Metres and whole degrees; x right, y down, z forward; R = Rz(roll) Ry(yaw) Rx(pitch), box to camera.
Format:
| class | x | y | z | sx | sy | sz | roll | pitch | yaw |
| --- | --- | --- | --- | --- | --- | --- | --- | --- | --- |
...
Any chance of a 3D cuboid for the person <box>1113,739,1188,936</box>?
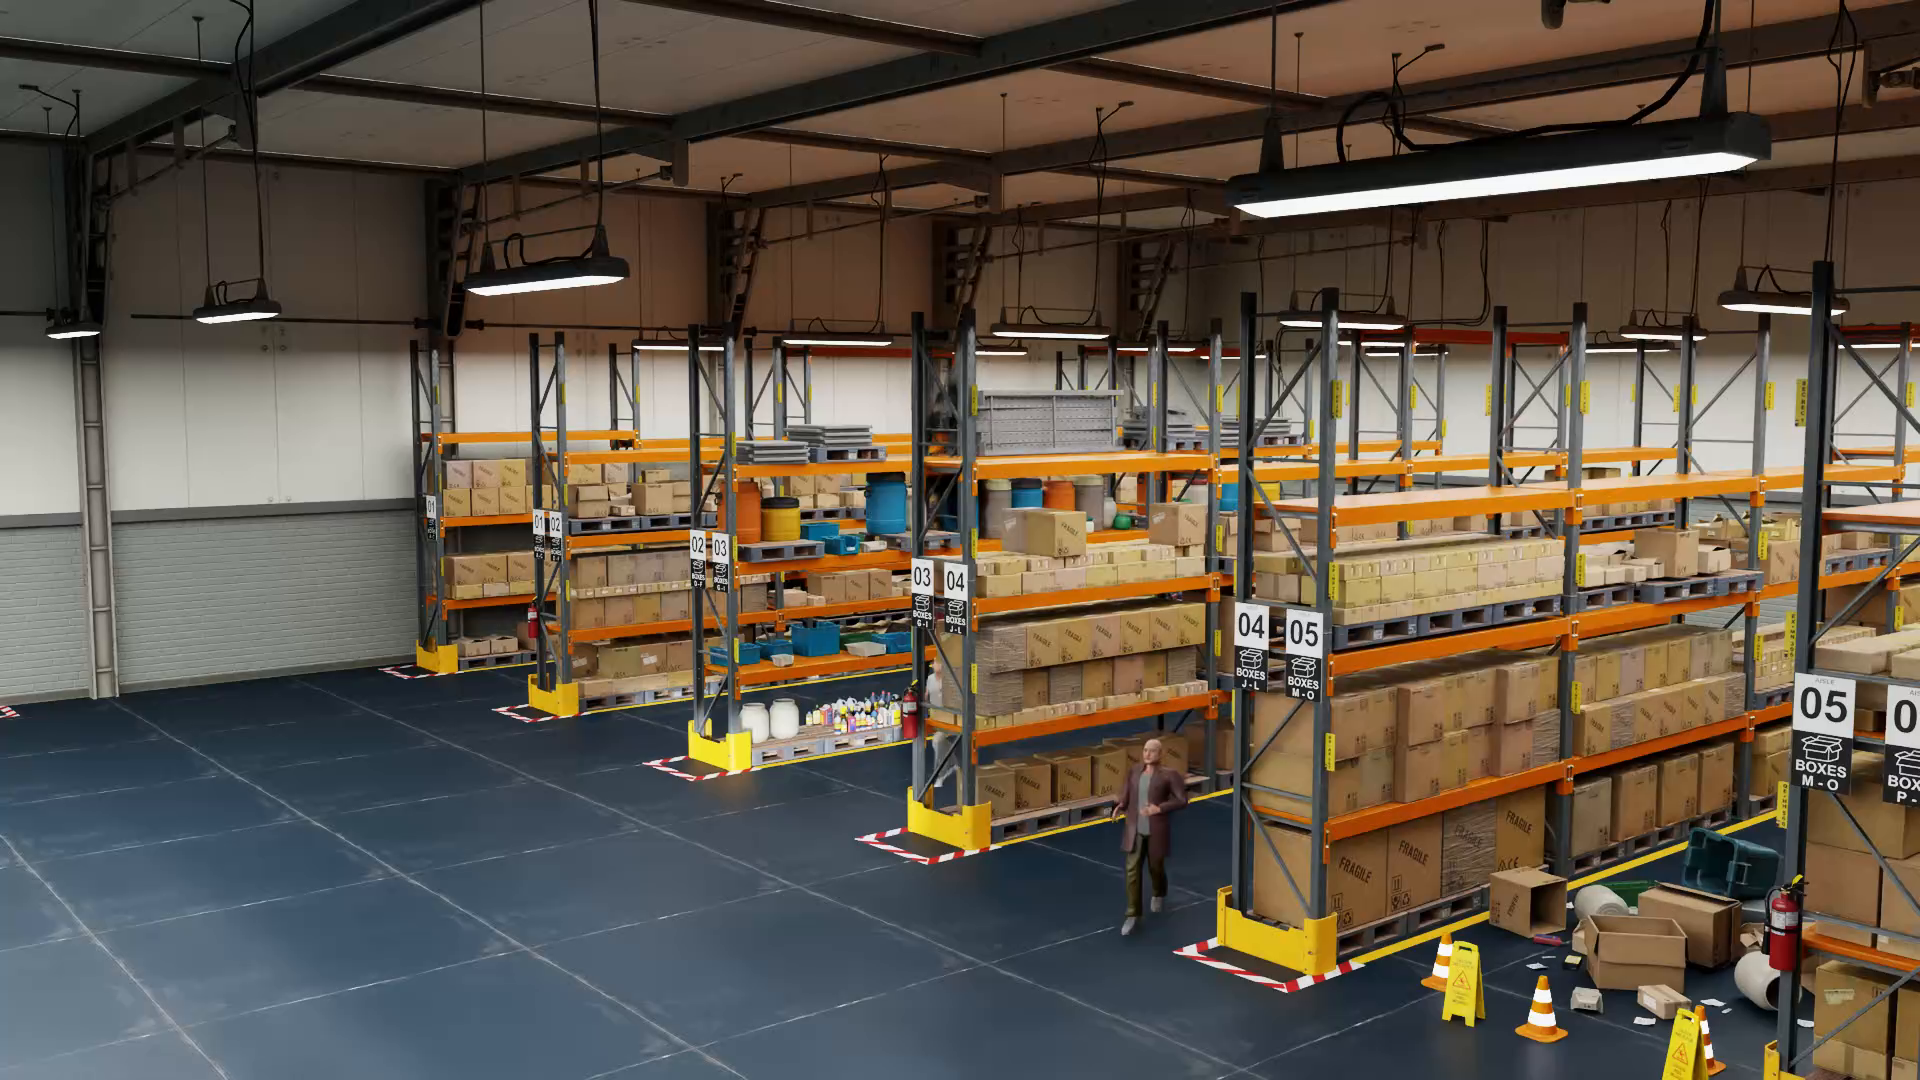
| class | x | y | z | sx | sy | sz | roll | pitch | yaw |
| --- | --- | --- | --- | --- | --- | --- | --- | --- | --- |
| person | 1.829 | 2.811 | 15.976 | 0.740 | 1.803 | 0.969 | 2 | 6 | 22 |

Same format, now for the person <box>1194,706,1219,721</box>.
| class | x | y | z | sx | sy | sz | roll | pitch | yaw |
| --- | --- | --- | --- | --- | --- | --- | --- | --- | --- |
| person | 3.568 | 2.023 | 24.821 | 0.586 | 1.681 | 0.638 | -5 | 7 | -41 |

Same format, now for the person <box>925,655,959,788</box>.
| class | x | y | z | sx | sy | sz | roll | pitch | yaw |
| --- | --- | --- | --- | --- | --- | --- | --- | --- | --- |
| person | -0.219 | 2.344 | 21.648 | 0.584 | 1.743 | 0.747 | 4 | 7 | 38 |
